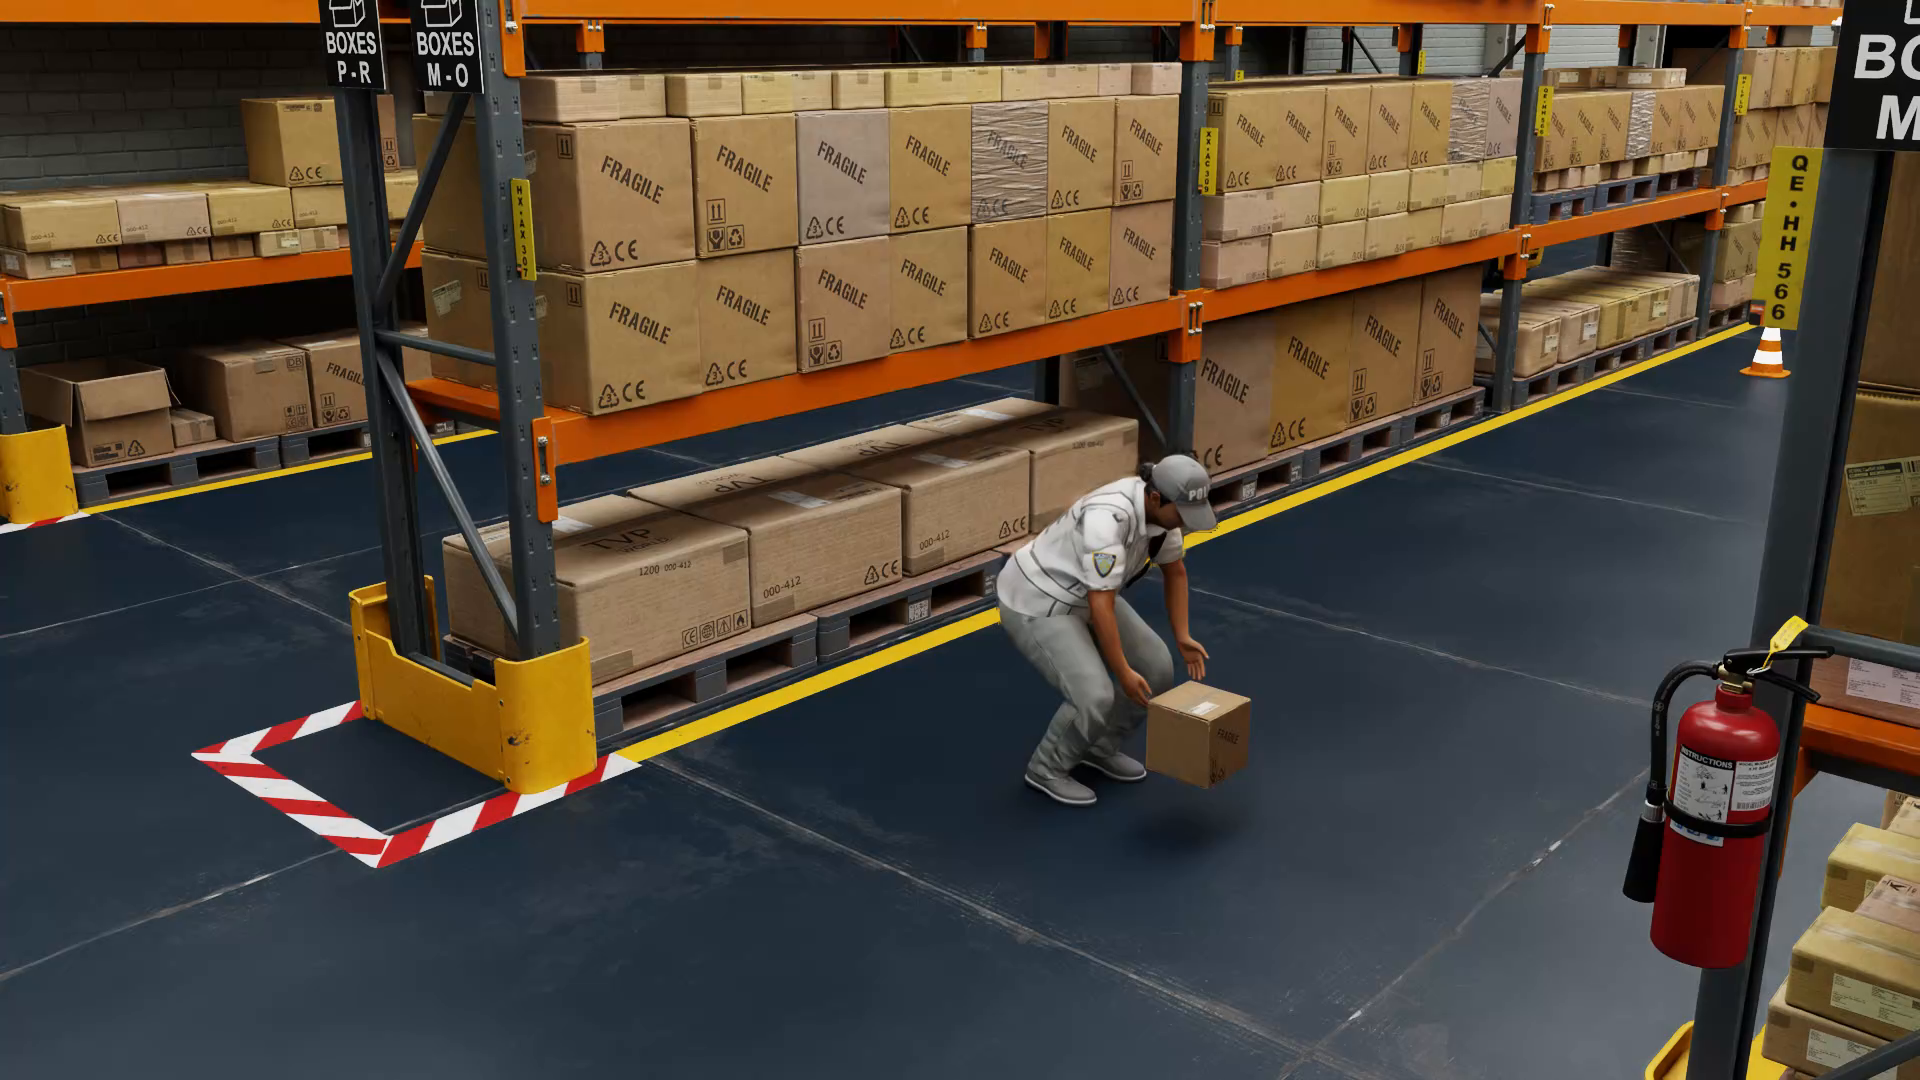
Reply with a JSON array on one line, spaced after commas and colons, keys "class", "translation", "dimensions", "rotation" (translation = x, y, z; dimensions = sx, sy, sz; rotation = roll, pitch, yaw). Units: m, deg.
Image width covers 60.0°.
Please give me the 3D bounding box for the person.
[{"class": "person", "translation": [0.529, 0.280, 5.817], "dimensions": [0.772, 1.268, 0.538], "rotation": [15, 22, 40]}]
